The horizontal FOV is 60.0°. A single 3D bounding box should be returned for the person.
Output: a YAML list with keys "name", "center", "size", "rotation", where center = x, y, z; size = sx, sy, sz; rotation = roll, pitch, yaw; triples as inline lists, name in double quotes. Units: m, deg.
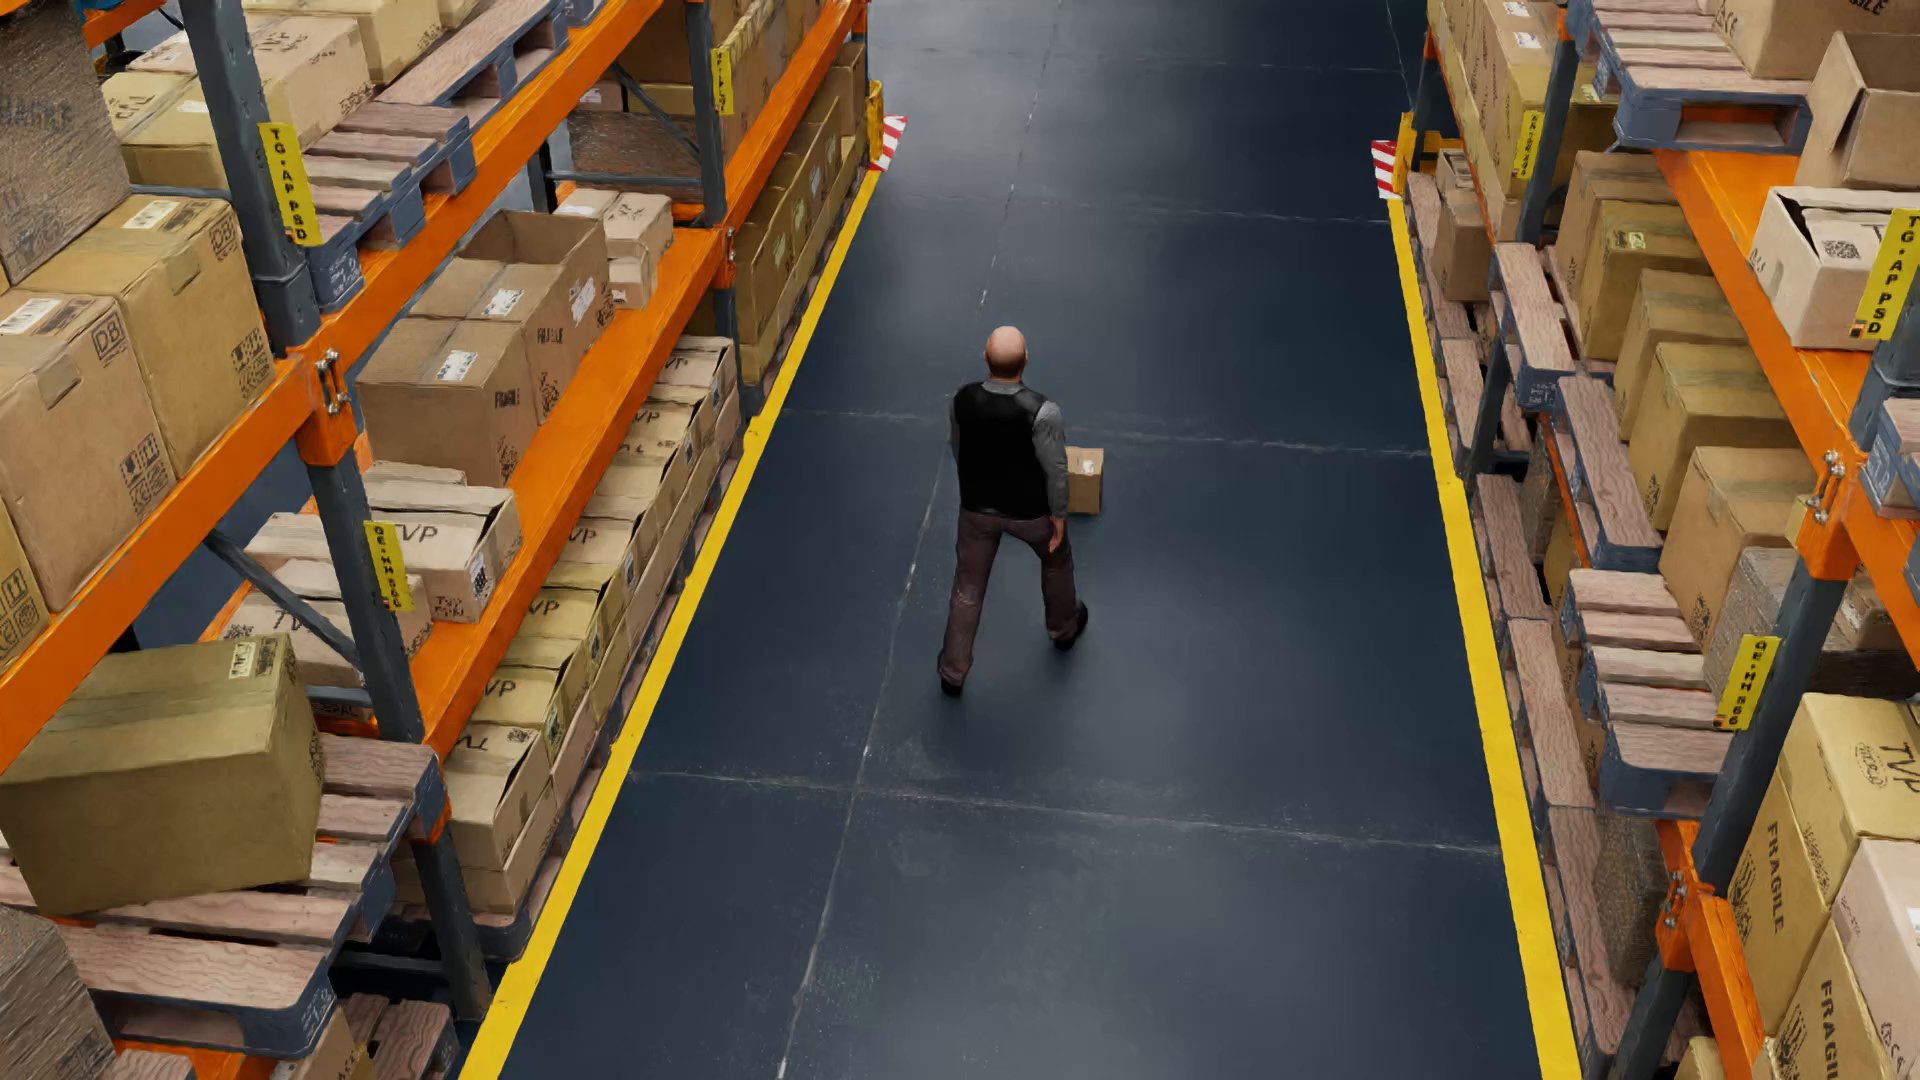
- name: "person"
  center: [0.232, -0.153, 7.300]
  size: [0.603, 1.688, 0.799]
  rotation: [10, 37, 14]
